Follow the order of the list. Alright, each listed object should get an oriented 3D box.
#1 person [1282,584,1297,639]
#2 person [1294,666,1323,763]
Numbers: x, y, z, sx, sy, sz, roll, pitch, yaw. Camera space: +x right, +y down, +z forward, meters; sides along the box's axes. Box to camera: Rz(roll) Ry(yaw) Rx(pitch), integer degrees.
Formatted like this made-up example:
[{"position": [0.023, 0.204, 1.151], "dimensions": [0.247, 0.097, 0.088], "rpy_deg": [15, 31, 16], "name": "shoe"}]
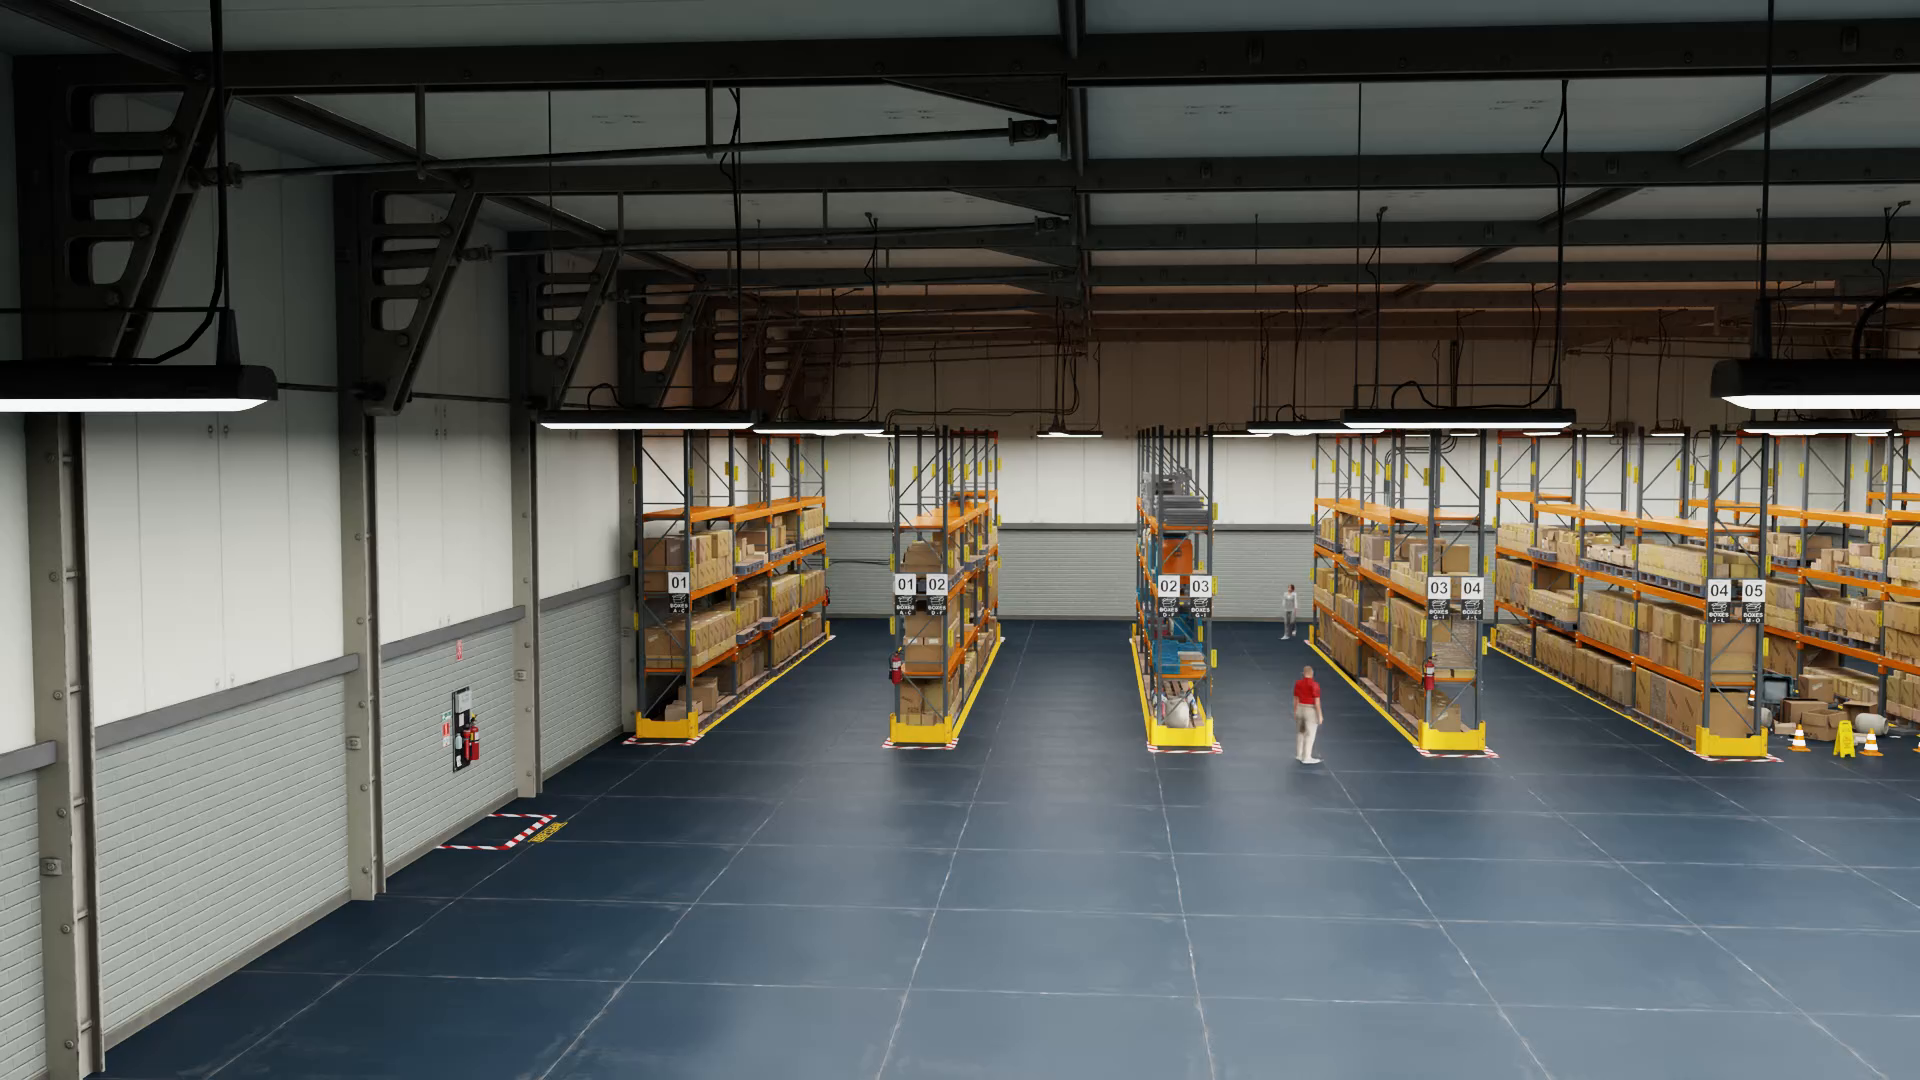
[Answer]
[{"position": [9.471, 2.049, 47.746], "dimensions": [0.439, 1.595, 0.469], "rpy_deg": [2, 4, 29], "name": "person"}, {"position": [6.208, 3.109, 29.507], "dimensions": [0.451, 1.766, 0.621], "rpy_deg": [-2, 4, -34], "name": "person"}]
